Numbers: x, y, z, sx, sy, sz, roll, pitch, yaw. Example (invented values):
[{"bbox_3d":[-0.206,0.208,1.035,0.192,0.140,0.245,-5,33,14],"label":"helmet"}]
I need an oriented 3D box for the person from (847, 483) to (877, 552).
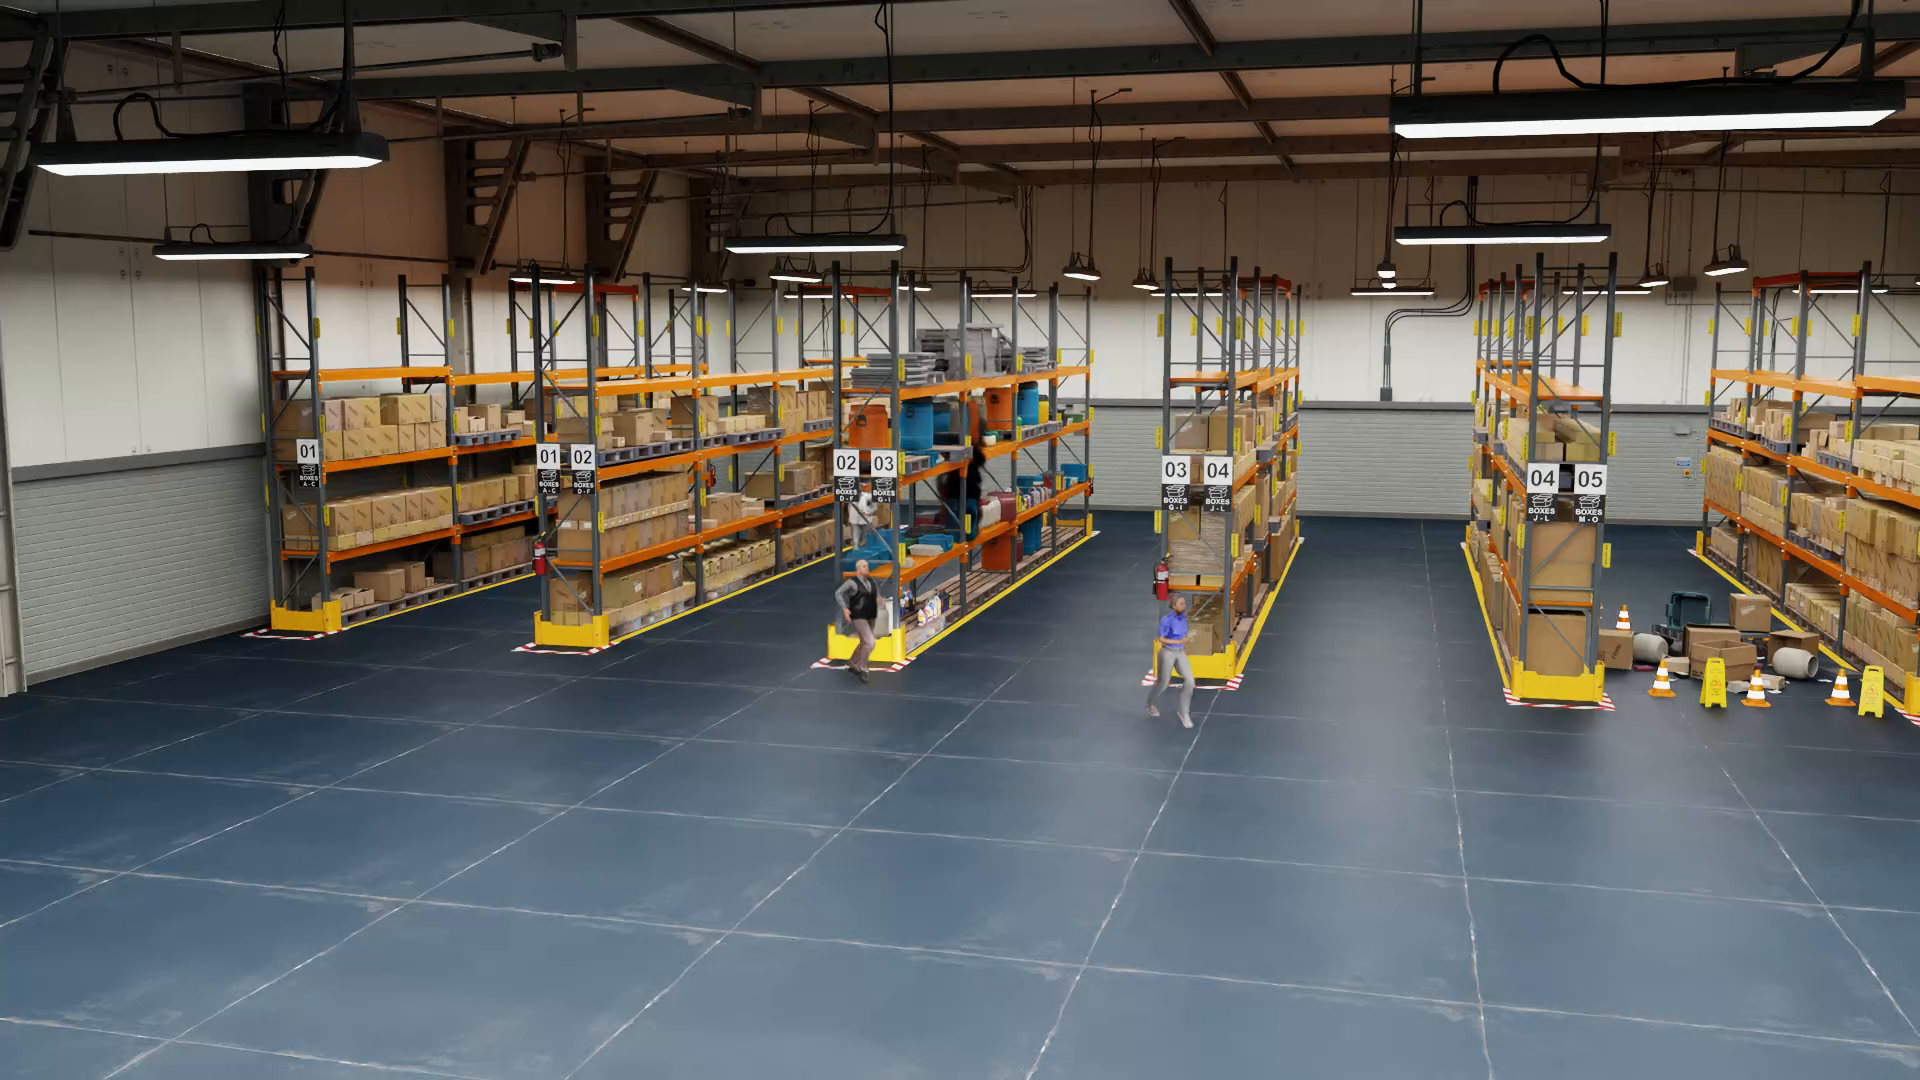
[{"bbox_3d":[-1.949,-0.310,32.869,0.655,1.820,0.843,2,8,15],"label":"person"}]

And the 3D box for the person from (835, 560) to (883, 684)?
[{"bbox_3d":[-1.375,1.162,23.671,0.732,1.764,0.628,6,9,39],"label":"person"}]

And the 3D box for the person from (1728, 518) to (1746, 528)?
[{"bbox_3d":[17.769,-0.631,37.812,0.688,1.671,0.736,-6,9,-38],"label":"person"}]

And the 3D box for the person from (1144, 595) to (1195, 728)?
[{"bbox_3d":[2.674,1.525,21.185,0.599,1.684,0.845,-6,9,-38],"label":"person"}]
